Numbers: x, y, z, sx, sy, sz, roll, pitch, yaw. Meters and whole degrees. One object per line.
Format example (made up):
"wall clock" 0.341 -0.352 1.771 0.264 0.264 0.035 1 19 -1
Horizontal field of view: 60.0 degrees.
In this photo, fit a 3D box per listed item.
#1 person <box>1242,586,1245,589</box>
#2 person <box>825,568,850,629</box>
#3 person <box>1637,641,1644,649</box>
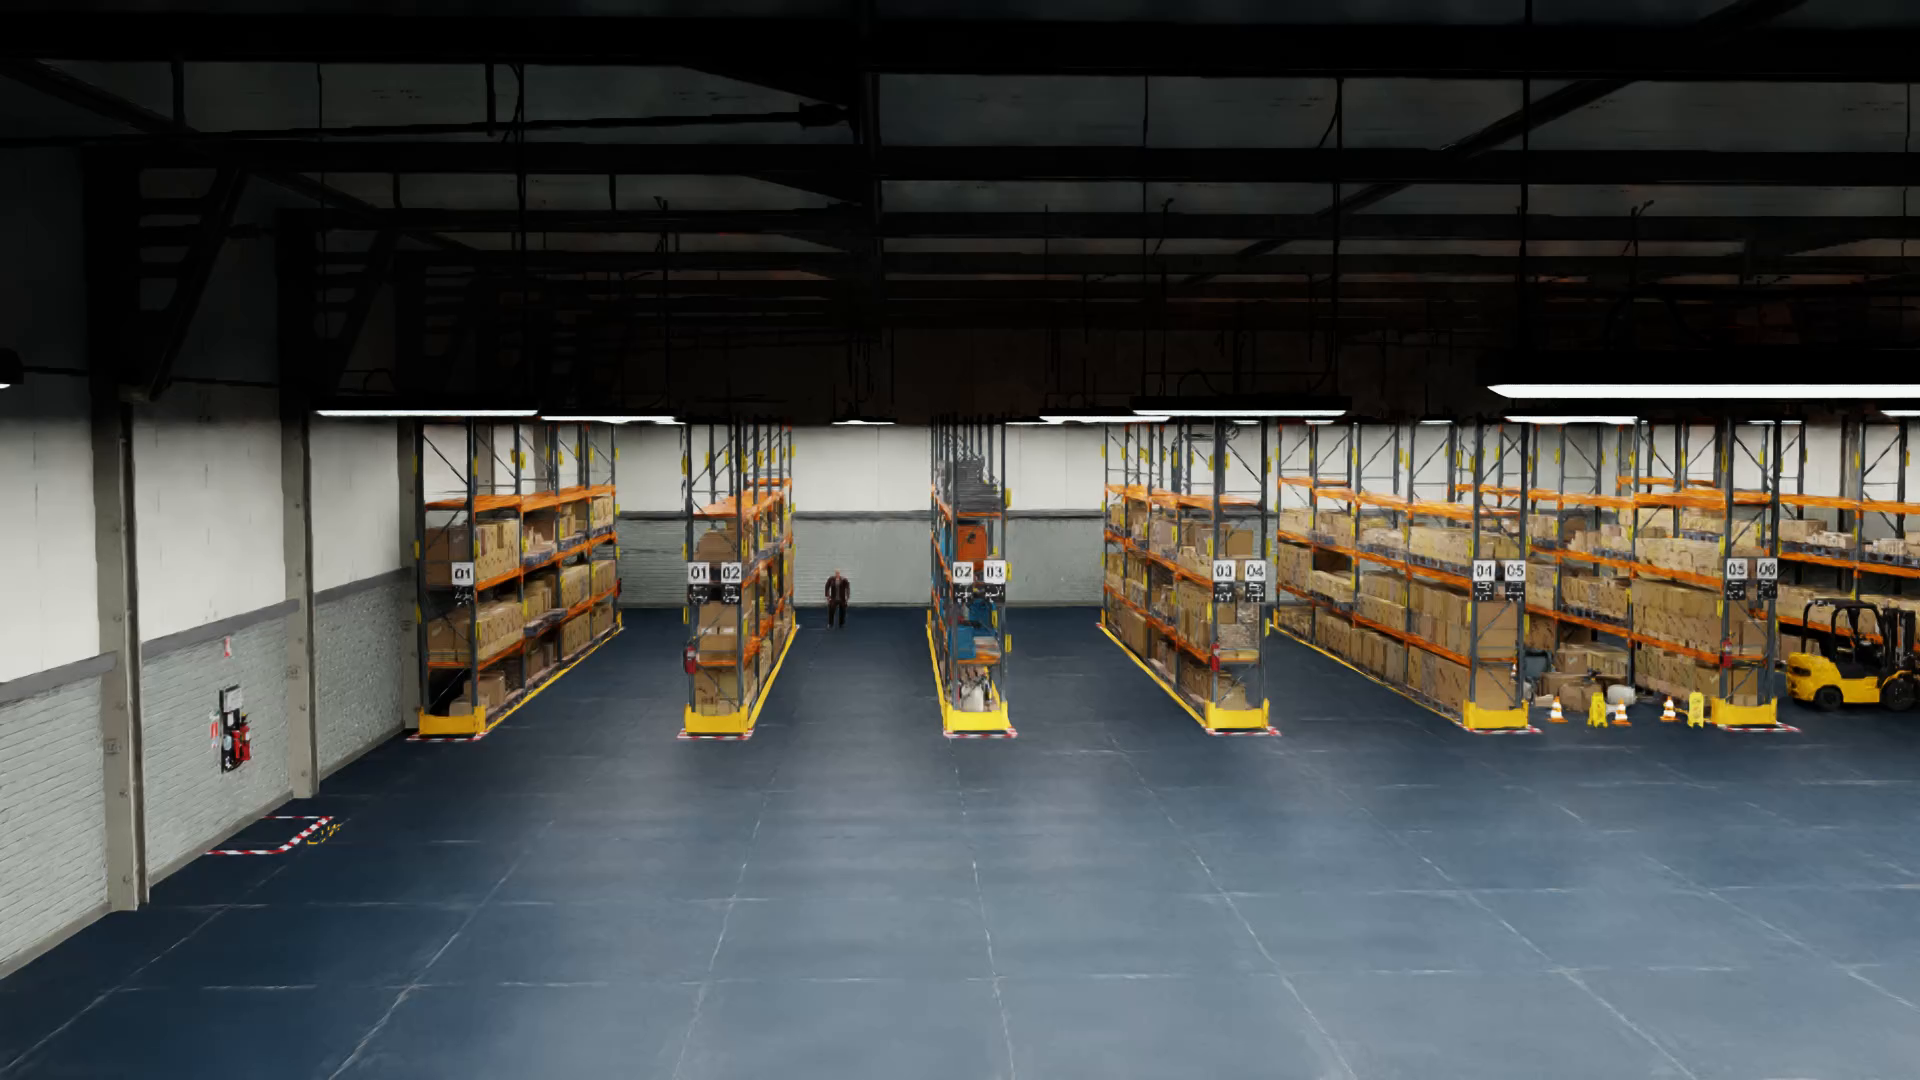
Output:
"person" 7.815 1.817 44.673 0.563 1.707 1.127 0 4 -5
"person" -3.476 1.654 47.168 0.729 1.733 0.546 0 4 -4
"person" 16.711 2.116 40.793 0.550 1.641 0.599 2 4 28
